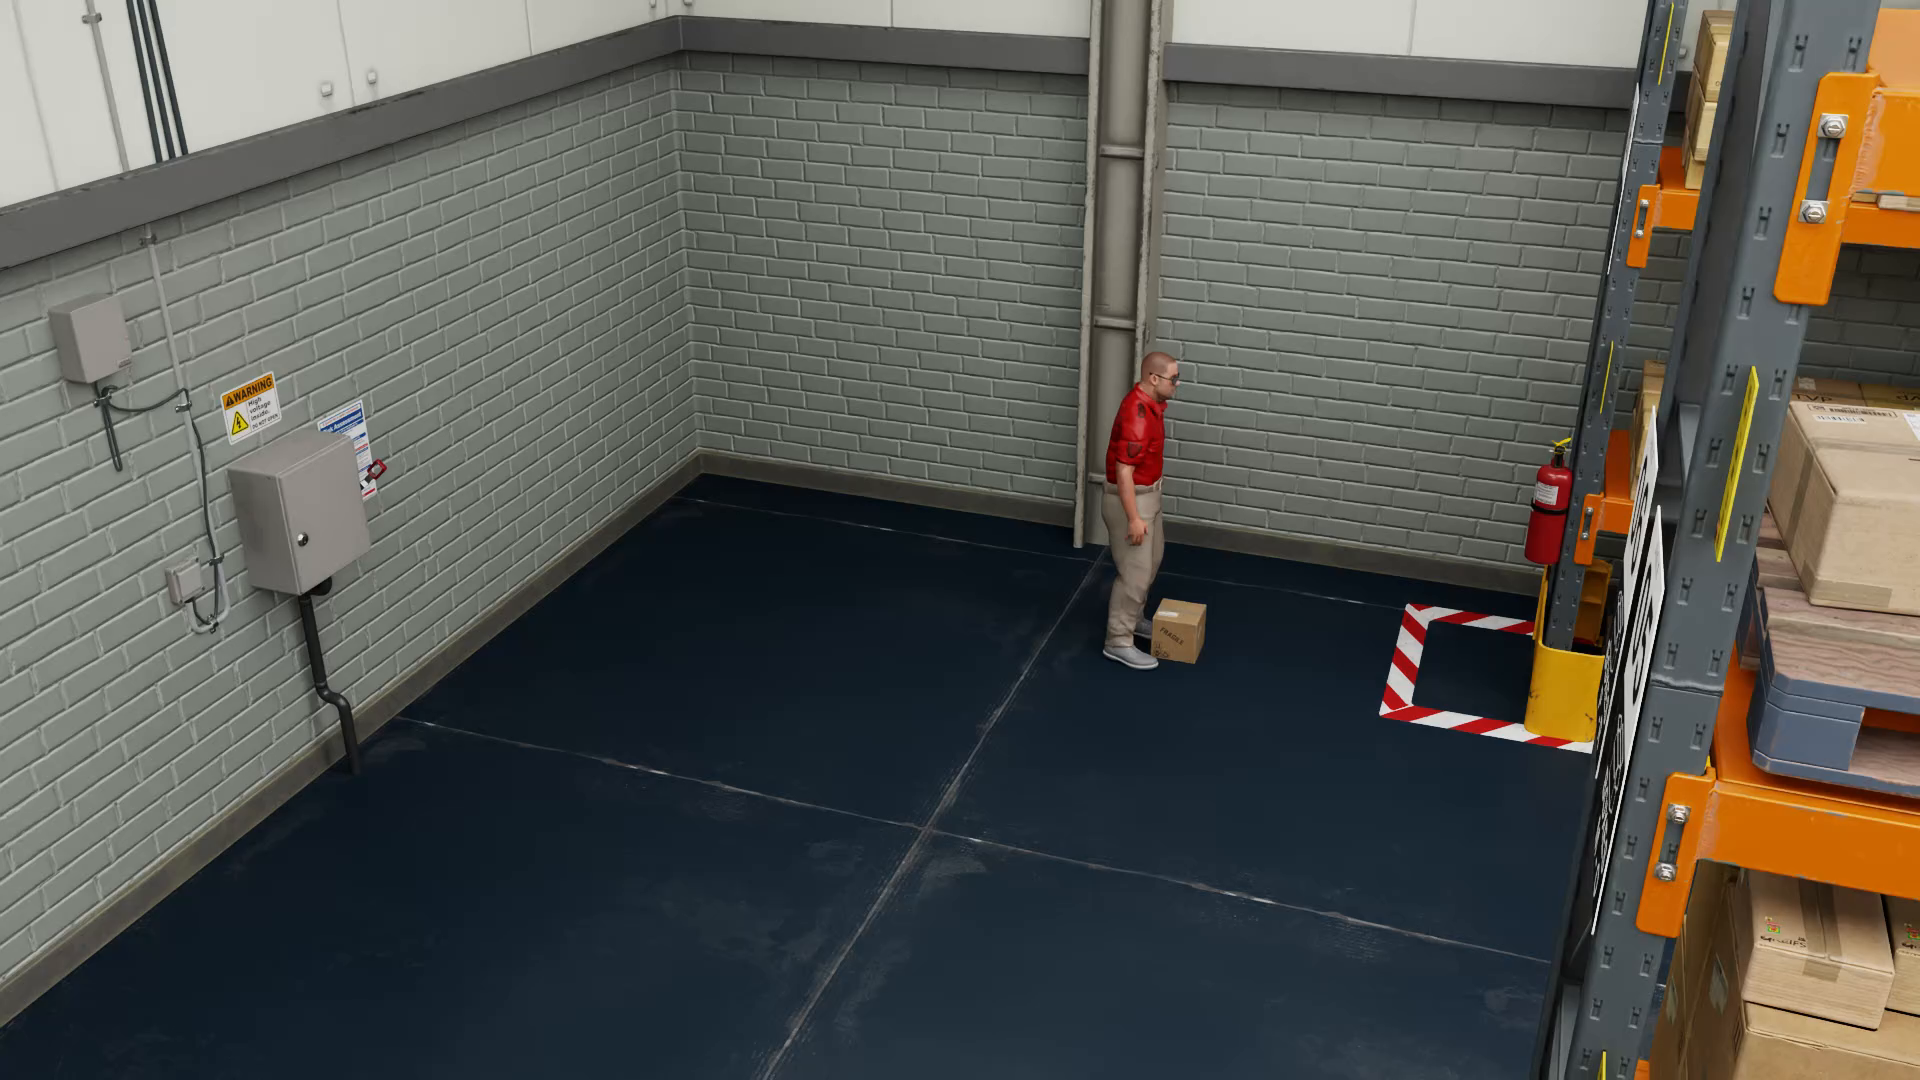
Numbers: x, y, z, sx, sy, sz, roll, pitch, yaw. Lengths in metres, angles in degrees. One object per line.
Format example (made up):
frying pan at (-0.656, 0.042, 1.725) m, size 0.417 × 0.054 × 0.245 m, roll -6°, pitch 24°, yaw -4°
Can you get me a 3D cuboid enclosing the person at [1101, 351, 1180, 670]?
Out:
person at (0.977, -0.195, 9.034) m, size 0.393 × 1.726 × 0.599 m, roll 7°, pitch 26°, yaw 15°
